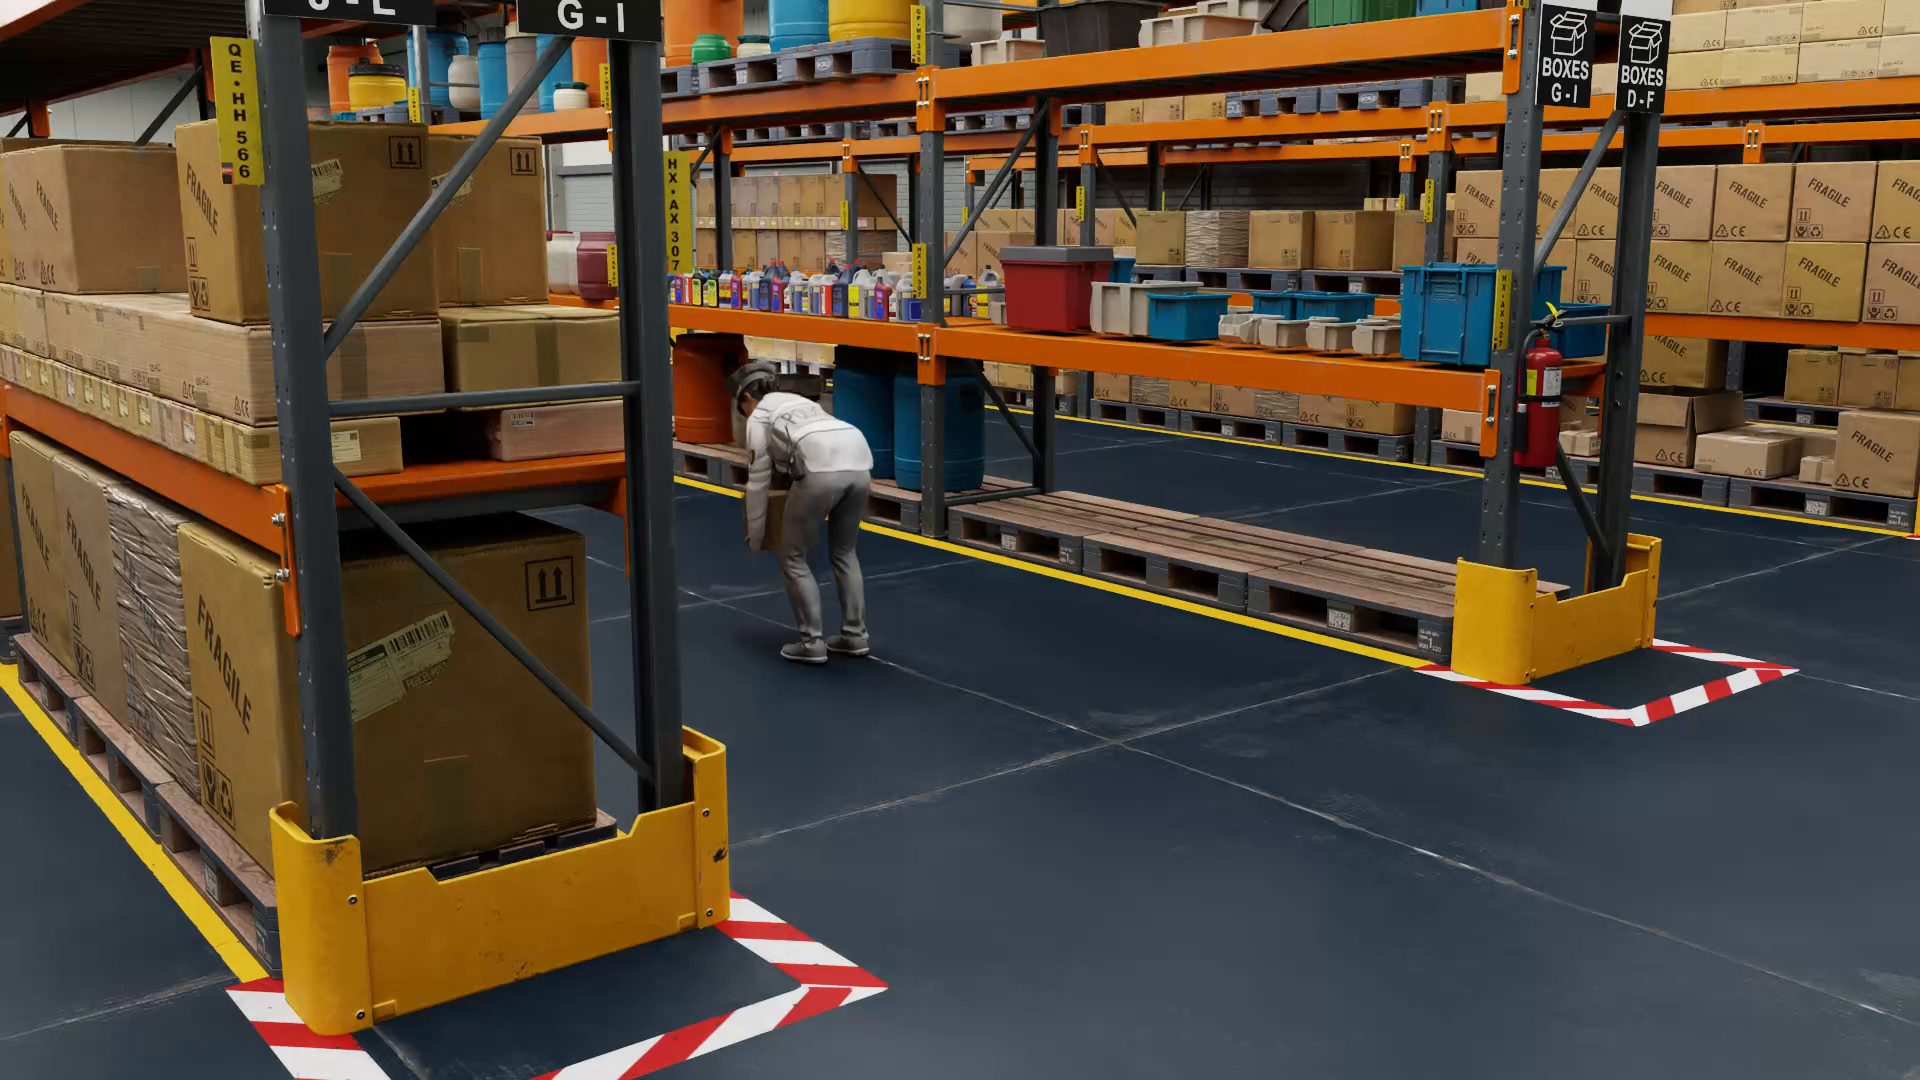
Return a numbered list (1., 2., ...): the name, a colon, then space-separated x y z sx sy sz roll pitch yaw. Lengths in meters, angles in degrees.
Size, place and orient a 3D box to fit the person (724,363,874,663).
1. person: -0.754 -0.136 7.605 0.410 1.299 0.887 -9 14 -39
